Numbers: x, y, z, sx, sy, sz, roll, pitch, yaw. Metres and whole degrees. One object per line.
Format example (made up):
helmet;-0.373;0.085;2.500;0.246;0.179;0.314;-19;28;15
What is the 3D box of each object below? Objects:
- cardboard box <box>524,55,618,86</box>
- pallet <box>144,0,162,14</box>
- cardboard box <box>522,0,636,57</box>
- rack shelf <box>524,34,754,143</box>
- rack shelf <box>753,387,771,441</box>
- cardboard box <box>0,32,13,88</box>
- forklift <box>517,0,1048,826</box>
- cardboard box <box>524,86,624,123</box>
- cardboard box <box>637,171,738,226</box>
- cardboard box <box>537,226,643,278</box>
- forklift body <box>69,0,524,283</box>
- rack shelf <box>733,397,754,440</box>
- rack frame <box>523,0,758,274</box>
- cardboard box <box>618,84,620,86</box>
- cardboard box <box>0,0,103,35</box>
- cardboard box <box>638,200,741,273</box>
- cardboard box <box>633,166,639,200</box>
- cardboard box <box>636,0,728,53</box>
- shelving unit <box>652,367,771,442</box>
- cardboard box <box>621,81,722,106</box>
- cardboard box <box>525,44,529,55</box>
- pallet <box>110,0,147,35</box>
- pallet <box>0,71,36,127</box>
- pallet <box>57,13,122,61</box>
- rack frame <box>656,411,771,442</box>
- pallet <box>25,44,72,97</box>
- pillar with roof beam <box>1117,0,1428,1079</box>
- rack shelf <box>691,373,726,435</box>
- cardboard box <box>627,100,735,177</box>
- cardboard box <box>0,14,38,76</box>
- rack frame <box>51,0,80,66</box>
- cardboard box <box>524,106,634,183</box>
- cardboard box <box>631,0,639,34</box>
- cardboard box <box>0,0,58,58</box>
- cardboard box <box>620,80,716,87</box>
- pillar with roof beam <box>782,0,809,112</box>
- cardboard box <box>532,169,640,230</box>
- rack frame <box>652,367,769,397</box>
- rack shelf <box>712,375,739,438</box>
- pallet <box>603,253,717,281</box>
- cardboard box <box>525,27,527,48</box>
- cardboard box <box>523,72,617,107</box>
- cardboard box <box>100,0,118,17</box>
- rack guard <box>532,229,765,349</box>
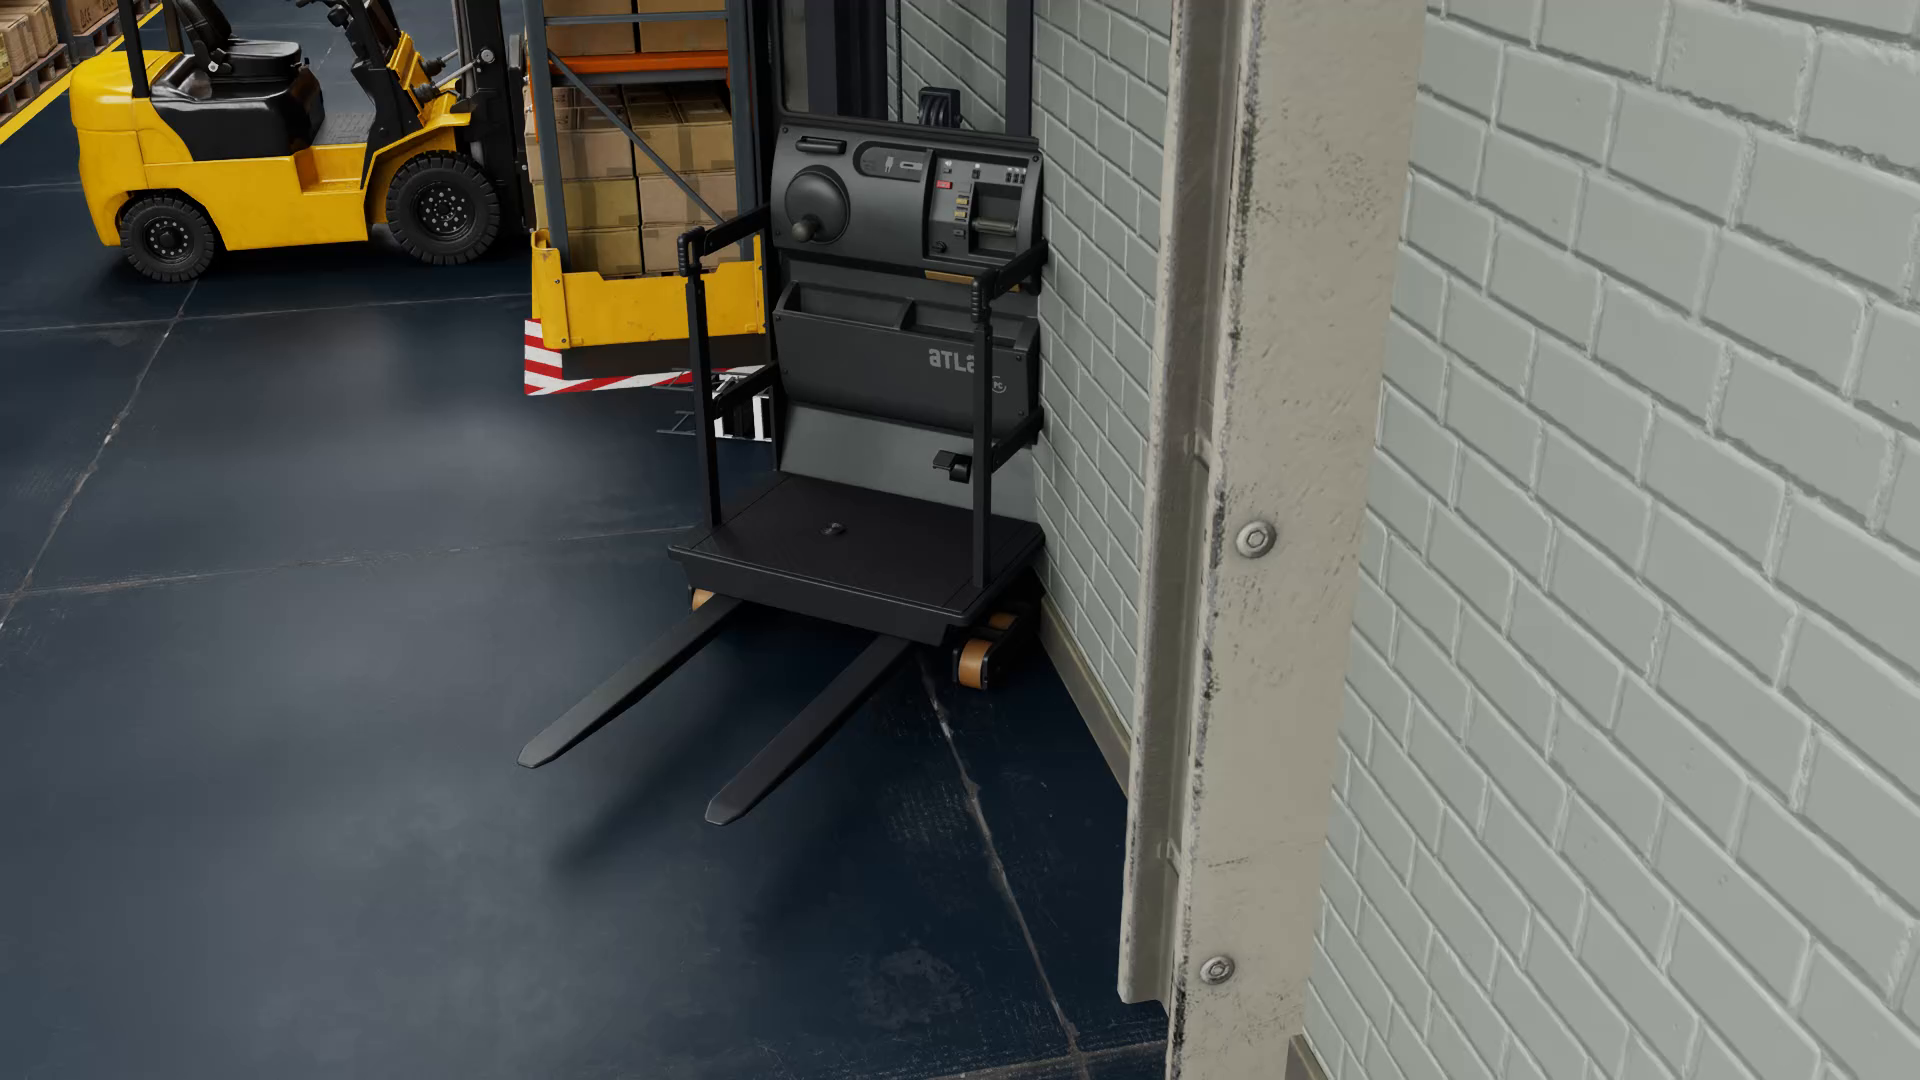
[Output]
cardboard box;-2.254;-2.651;9.649;0.500;0.250;0.500;-7;28;-13
pallet;-8.787;-5.593;17.097;1.003;0.211;1.213;-6;27;-12
cardboard box;-1.862;-2.641;8.042;0.500;0.500;0.500;-7;28;-13
rack shelf;-1.946;-2.964;9.591;1.077;0.370;4.000;-6;27;-12
rack shelf;-0.811;-0.565;7.128;0.077;0.200;0.258;5;27;12
cardboard box;-7.676;-3.522;12.349;0.950;0.372;0.625;-5;27;-10
forklift;-0.267;-1.054;5.084;1.130;2.935;3.031;12;29;22
cardboard box;-2.023;-2.207;8.770;0.500;0.250;0.500;-5;27;-11
cardboard box;-1.398;-1.818;8.553;0.500;0.250;0.500;-5;27;-11
cardboard box;-1.909;-1.541;8.560;0.500;0.250;0.500;-6;27;-11
forklift body;-3.700;-2.675;9.163;2.313;2.155;1.214;-6;27;-12
rack shelf;-0.899;-0.574;7.146;0.077;0.200;0.258;5;27;12
rack frame;-1.495;-2.407;7.690;1.000;3.000;0.127;-6;27;-12
cardboard box;-1.746;-2.709;9.764;0.500;0.250;0.500;-6;27;-13
cardboard box;-8.208;-4.964;14.648;0.875;0.875;0.875;-6;27;-12
cardboard box;-1.415;-1.602;8.681;0.500;0.250;0.500;-6;27;-11
cardboard box;-1.522;-2.037;8.987;0.500;0.250;0.500;-6;27;-12
cardboard box;-1.336;-2.697;8.154;0.500;0.500;0.500;-5;27;-10
shelving unit;-0.844;-0.568;7.135;0.900;0.210;0.258;5;27;12
cardboard box;-1.535;-2.262;8.879;0.500;0.250;0.500;-6;27;-12
cardboard box;-2.364;-2.882;10.107;0.500;0.250;0.500;-5;27;-10
pallet;-8.509;-5.057;16.034;1.003;0.211;1.213;-6;27;-12
pallet;-7.687;-3.291;12.535;1.003;0.211;1.213;-6;27;-12
pallet;-8.237;-4.522;14.975;1.003;0.211;1.213;-6;27;-12
rack frame;-0.843;-0.478;7.180;0.900;0.006;0.240;5;27;12
pallet;-7.958;-3.825;13.594;1.003;0.211;1.213;-6;27;-12
pillar with roof beam;-3.616;-2.411;1.040;9.100;9.000;0.400;-6;27;-12
rack shelf;-1.075;-0.590;7.182;0.077;0.200;0.258;5;27;12
cardboard box;-1.419;-2.043;8.445;0.500;0.250;0.500;-6;27;-12
cardboard box;-7.841;-3.855;13.010;0.950;0.372;0.625;-6;27;-13
rack frame;-8.133;-5.413;13.646;1.000;3.000;0.127;-6;27;-12
cardboard box;-1.902;-1.984;8.327;0.500;0.250;0.500;-5;27;-10
cardboard box;-1.475;-2.924;8.603;0.500;0.500;0.500;-5;27;-10
cardboard box;-8.015;-4.179;13.650;0.950;0.372;0.625;-8;28;-15
cardboard box;-1.637;-2.483;9.316;0.500;0.250;0.500;-6;27;-12
pillar with roof beam;-4.968;-5.045;6.259;9.100;9.000;0.400;-6;27;-12
cardboard box;-1.909;-1.772;8.462;0.500;0.250;0.500;-6;27;-12
rack frame;-0.845;-0.659;7.089;0.900;0.006;0.240;5;27;12
rack shelf;-0.987;-0.582;7.164;0.077;0.200;0.258;5;27;12
pallet;-1.708;-1.494;8.975;1.003;0.211;1.213;-6;27;-12
cardboard box;-2.488;-3.100;10.538;0.500;0.250;0.500;-6;27;-12
cardboard box;-2.147;-2.428;9.207;0.500;0.250;0.500;-6;27;-11
cardboard box;-8.405;-5.356;15.424;0.875;0.875;0.875;-6;27;-11
rack guard;-1.489;-1.280;8.232;1.175;0.500;0.348;-6;27;-12
